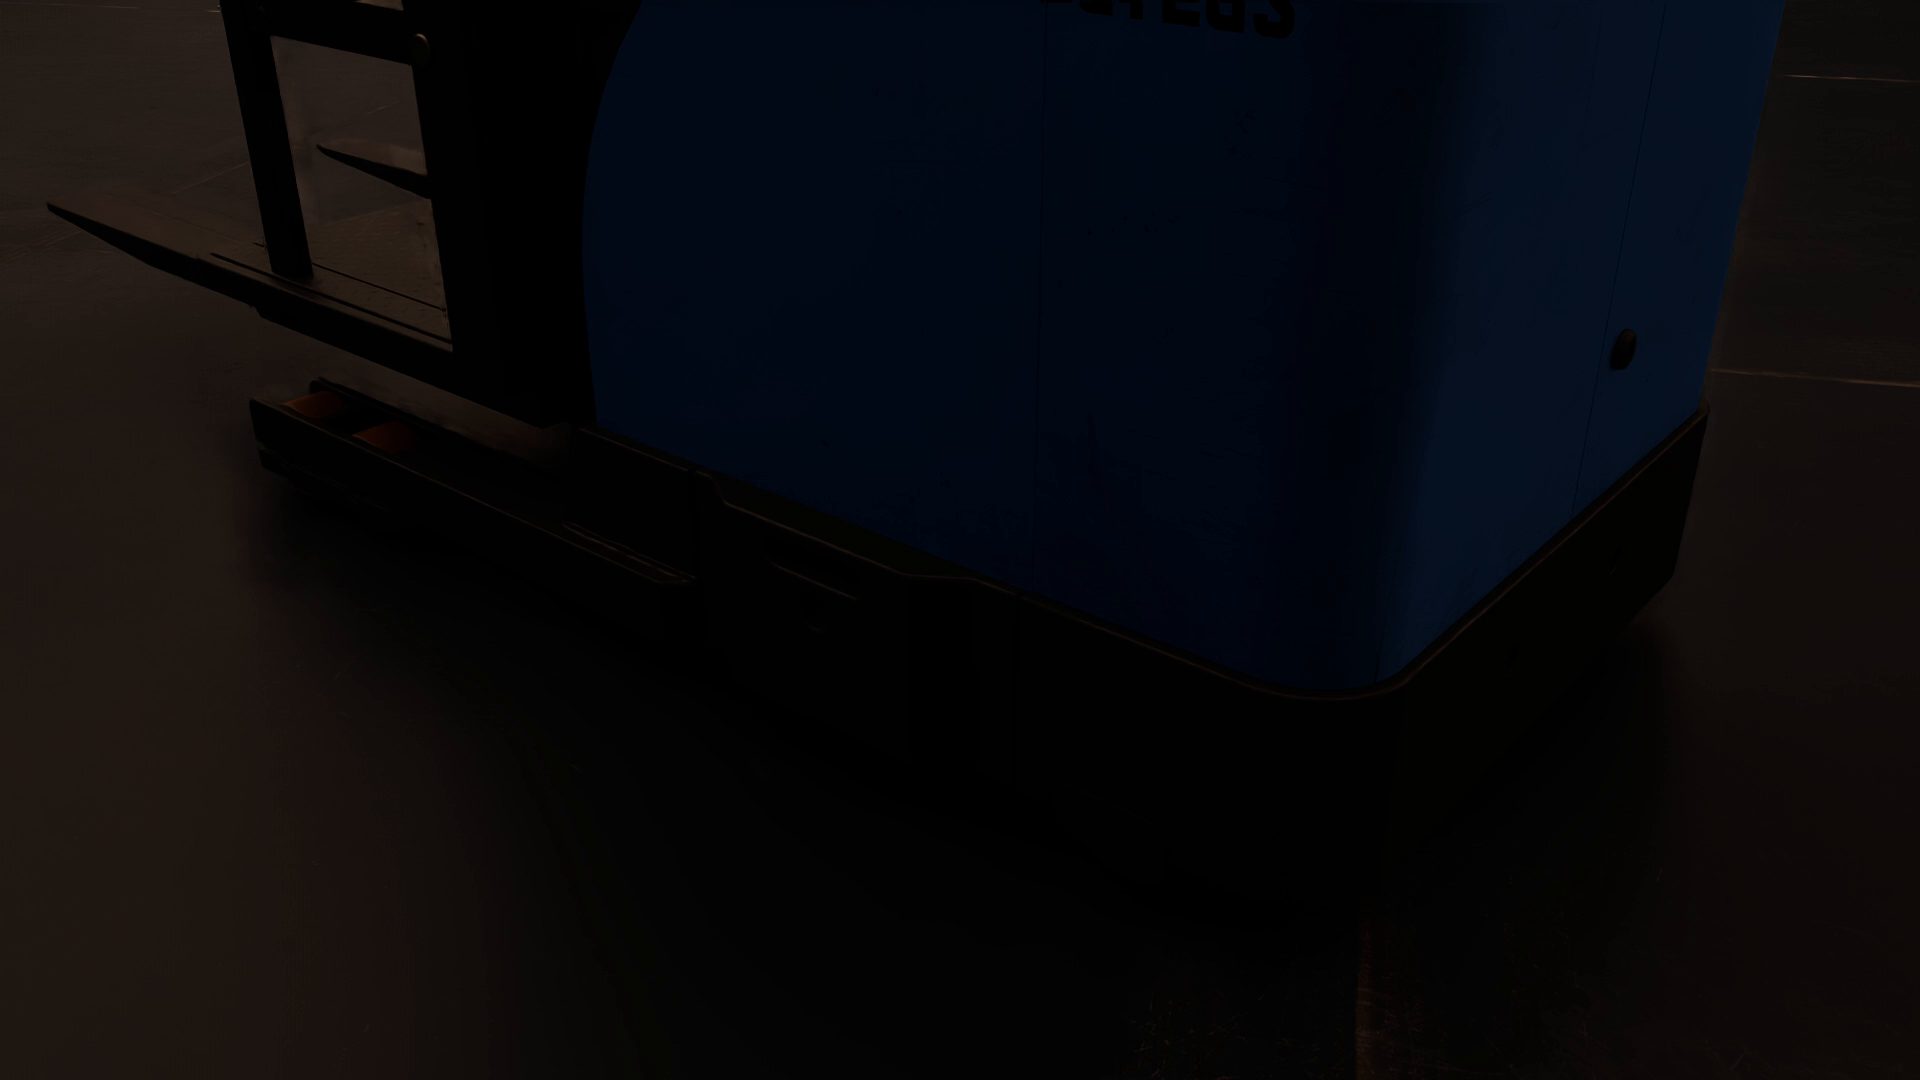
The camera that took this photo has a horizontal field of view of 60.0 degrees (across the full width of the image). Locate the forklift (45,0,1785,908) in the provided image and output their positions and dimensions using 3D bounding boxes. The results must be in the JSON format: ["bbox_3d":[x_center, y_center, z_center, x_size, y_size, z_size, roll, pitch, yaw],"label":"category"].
[{"bbox_3d":[-0.480,-1.481,2.182,3.031,2.935,1.130,20,33,35],"label":"forklift"}]
